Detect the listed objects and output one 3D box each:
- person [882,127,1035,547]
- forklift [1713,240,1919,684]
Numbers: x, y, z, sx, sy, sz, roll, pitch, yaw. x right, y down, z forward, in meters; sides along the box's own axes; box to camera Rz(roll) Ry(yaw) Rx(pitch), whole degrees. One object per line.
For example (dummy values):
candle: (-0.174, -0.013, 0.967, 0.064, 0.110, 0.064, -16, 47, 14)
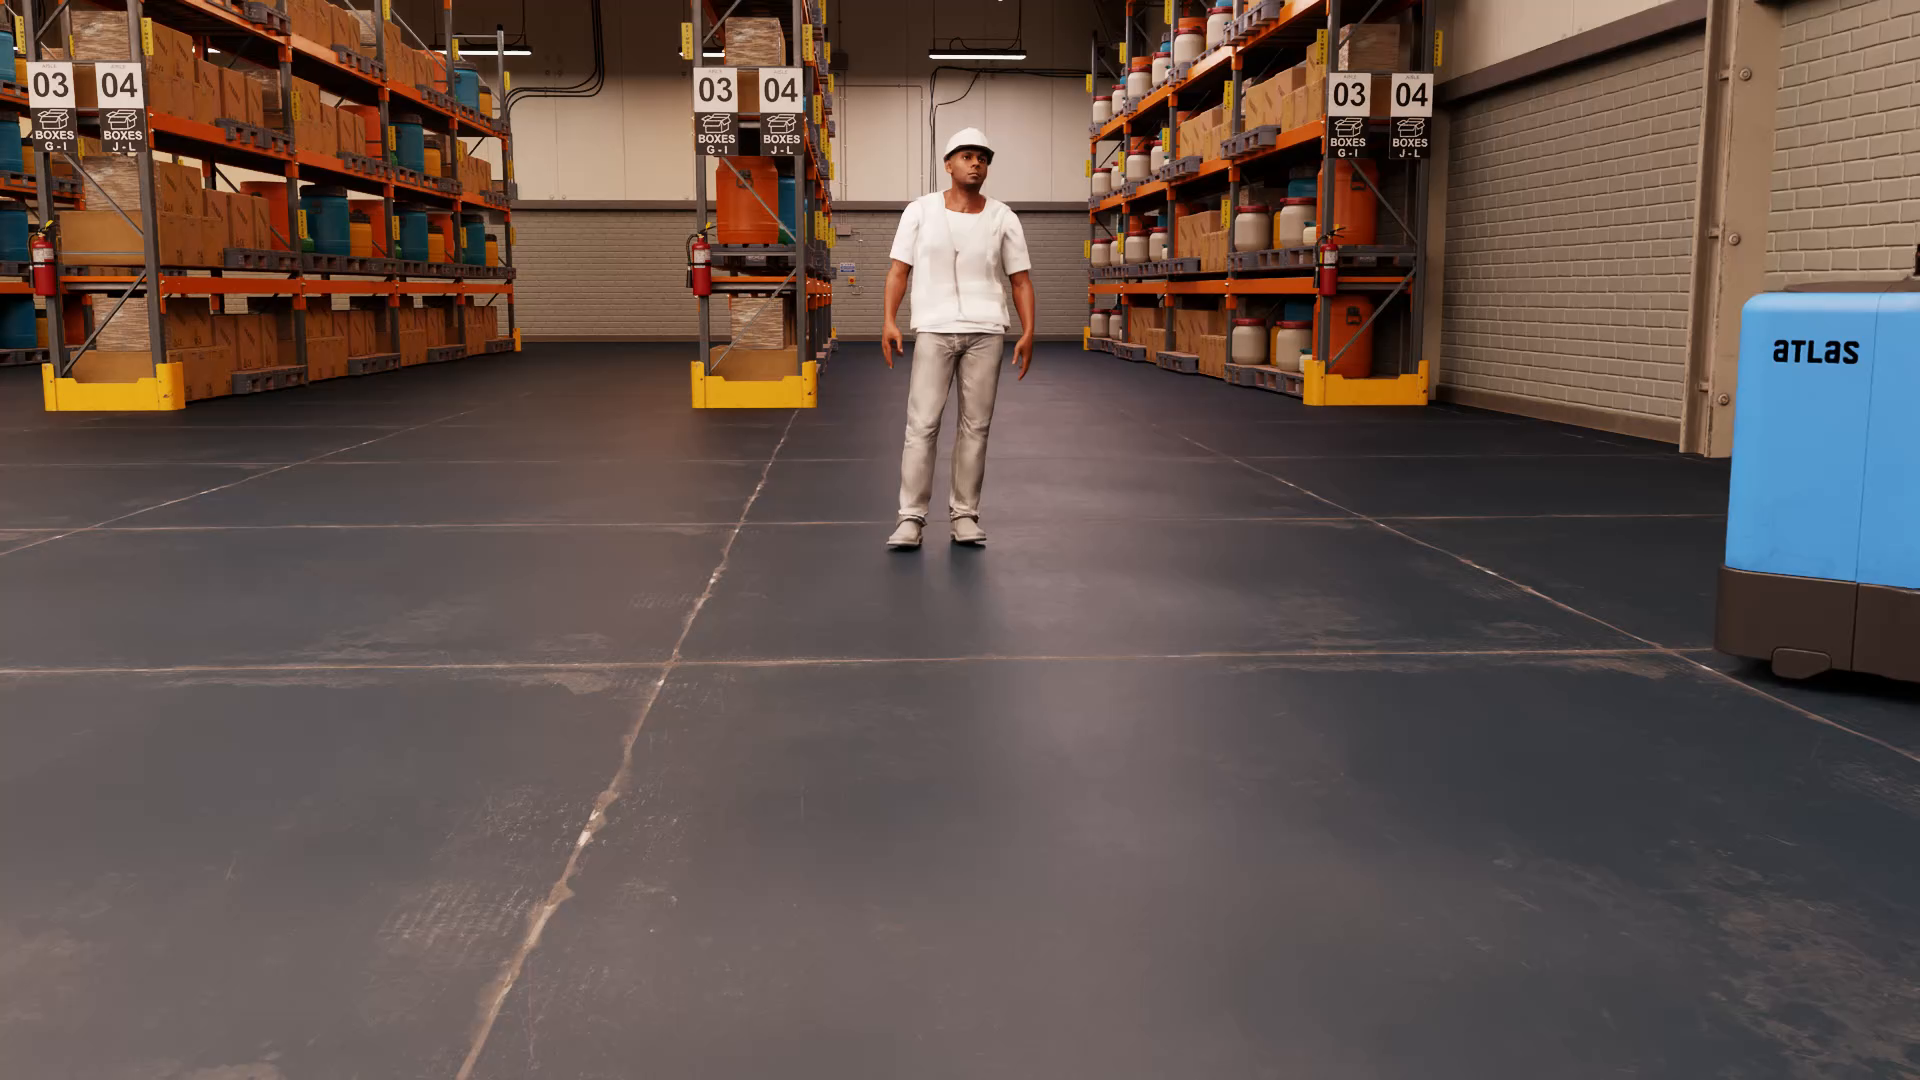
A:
person: (-0.002, -0.871, 7.110, 0.666, 1.765, 0.577, -1, 8, -4)
forklift: (3.582, -0.974, 3.892, 3.031, 2.935, 1.130, 7, 11, 41)
